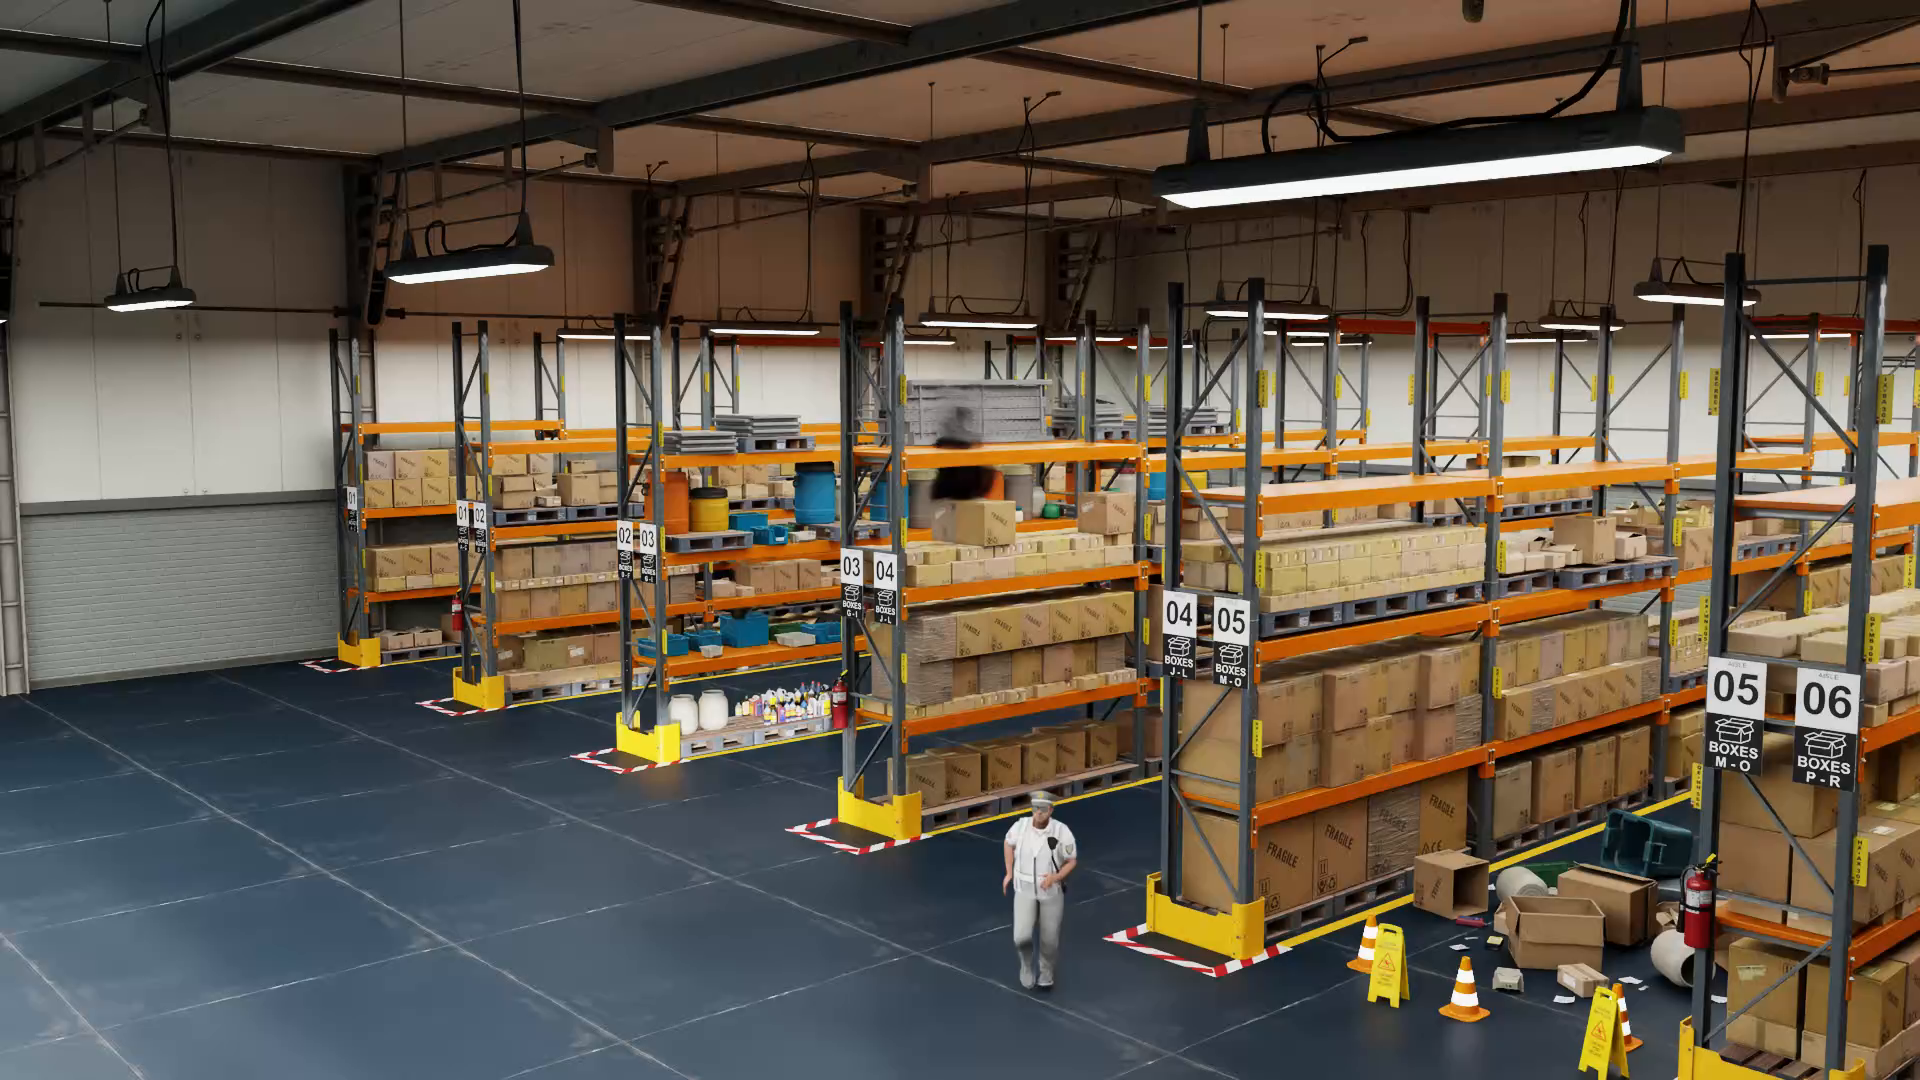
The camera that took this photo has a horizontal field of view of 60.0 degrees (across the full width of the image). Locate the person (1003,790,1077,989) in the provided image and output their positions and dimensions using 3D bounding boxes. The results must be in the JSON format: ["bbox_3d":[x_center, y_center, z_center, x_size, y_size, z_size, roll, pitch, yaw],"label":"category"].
[{"bbox_3d":[0.652,2.924,13.850,0.641,1.739,0.740,1,6,10],"label":"person"}]

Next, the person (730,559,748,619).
[{"bbox_3d":[-4.245,1.125,32.034,0.698,1.733,0.634,4,7,36],"label":"person"}]
